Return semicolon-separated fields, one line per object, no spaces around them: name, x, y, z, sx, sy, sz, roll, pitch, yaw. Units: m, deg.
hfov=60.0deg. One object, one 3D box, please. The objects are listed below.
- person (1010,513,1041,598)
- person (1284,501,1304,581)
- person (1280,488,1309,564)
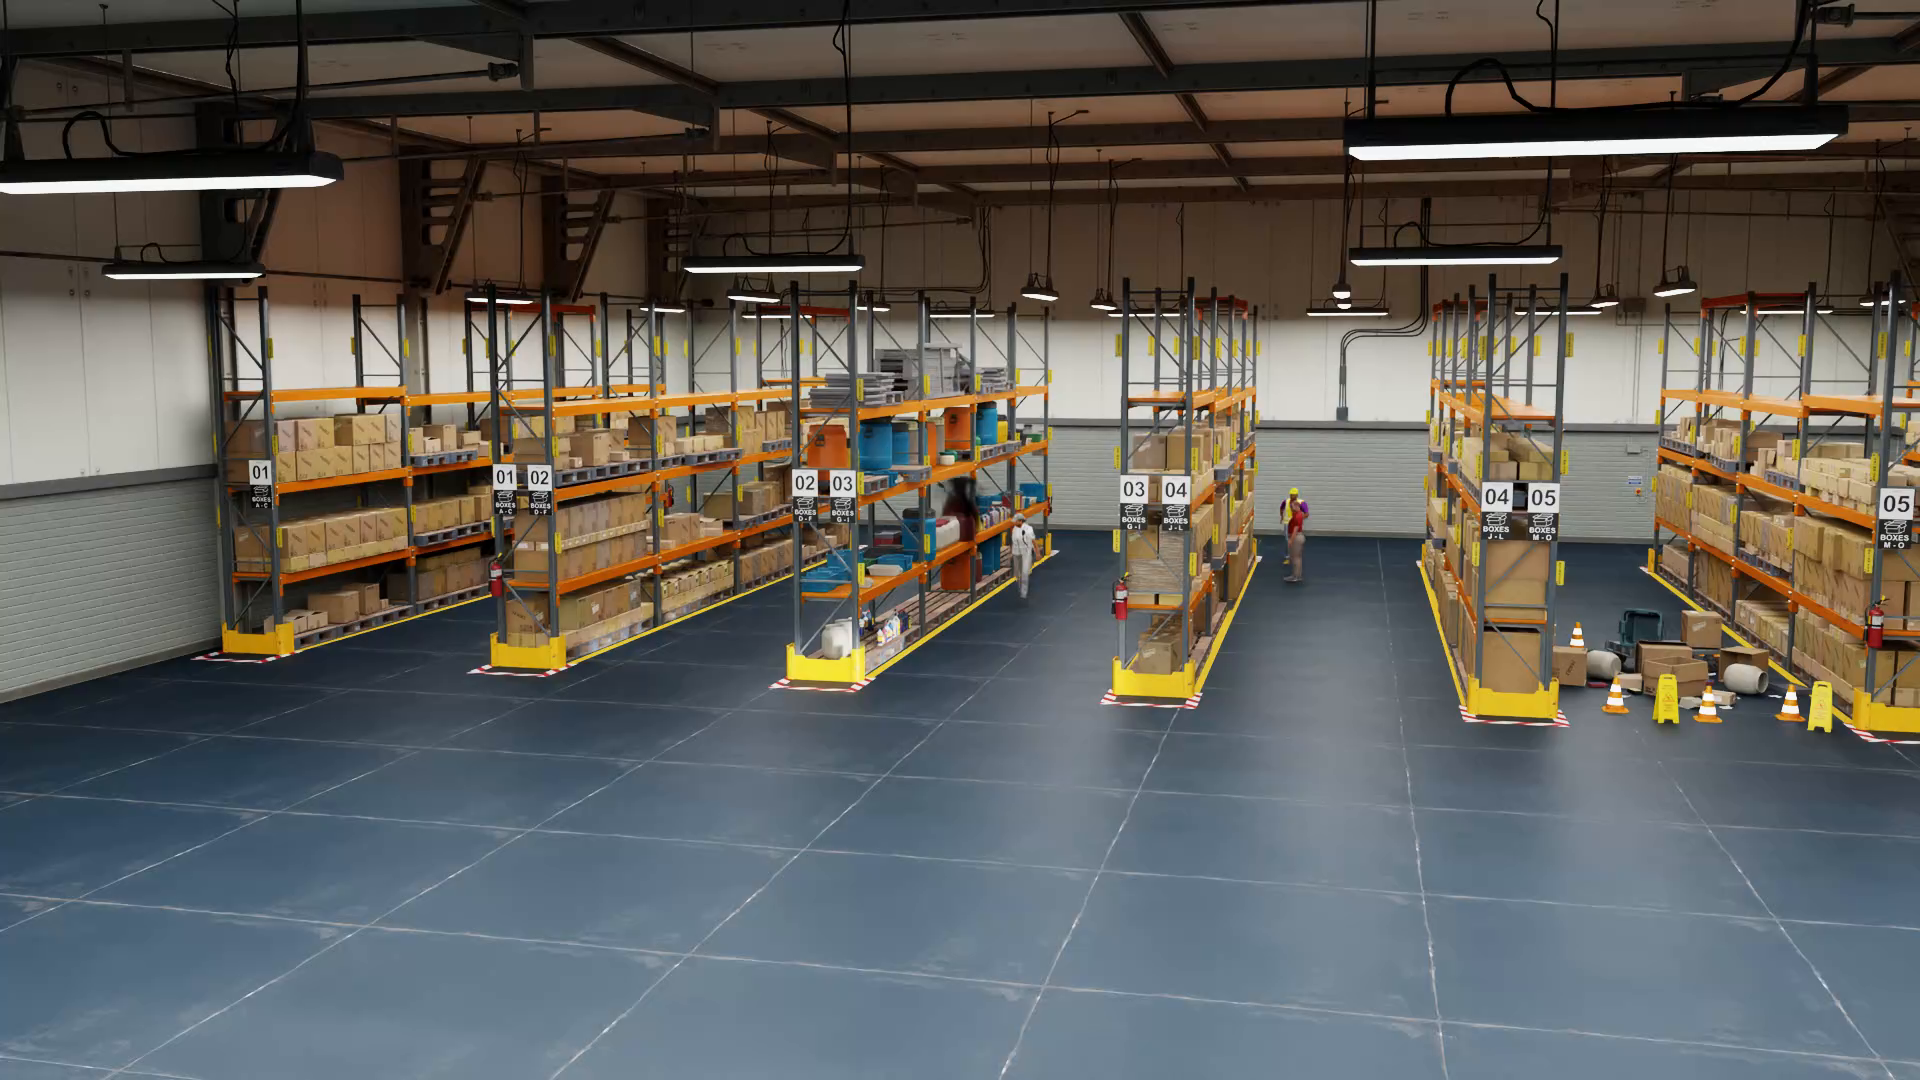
person;1.269;0.279;32.178;0.618;1.621;0.940;2;7;16
person;7.200;0.025;35.823;0.406;1.737;0.547;2;7;15
person;7.855;-0.334;39.040;0.646;1.783;0.762;1;7;6
